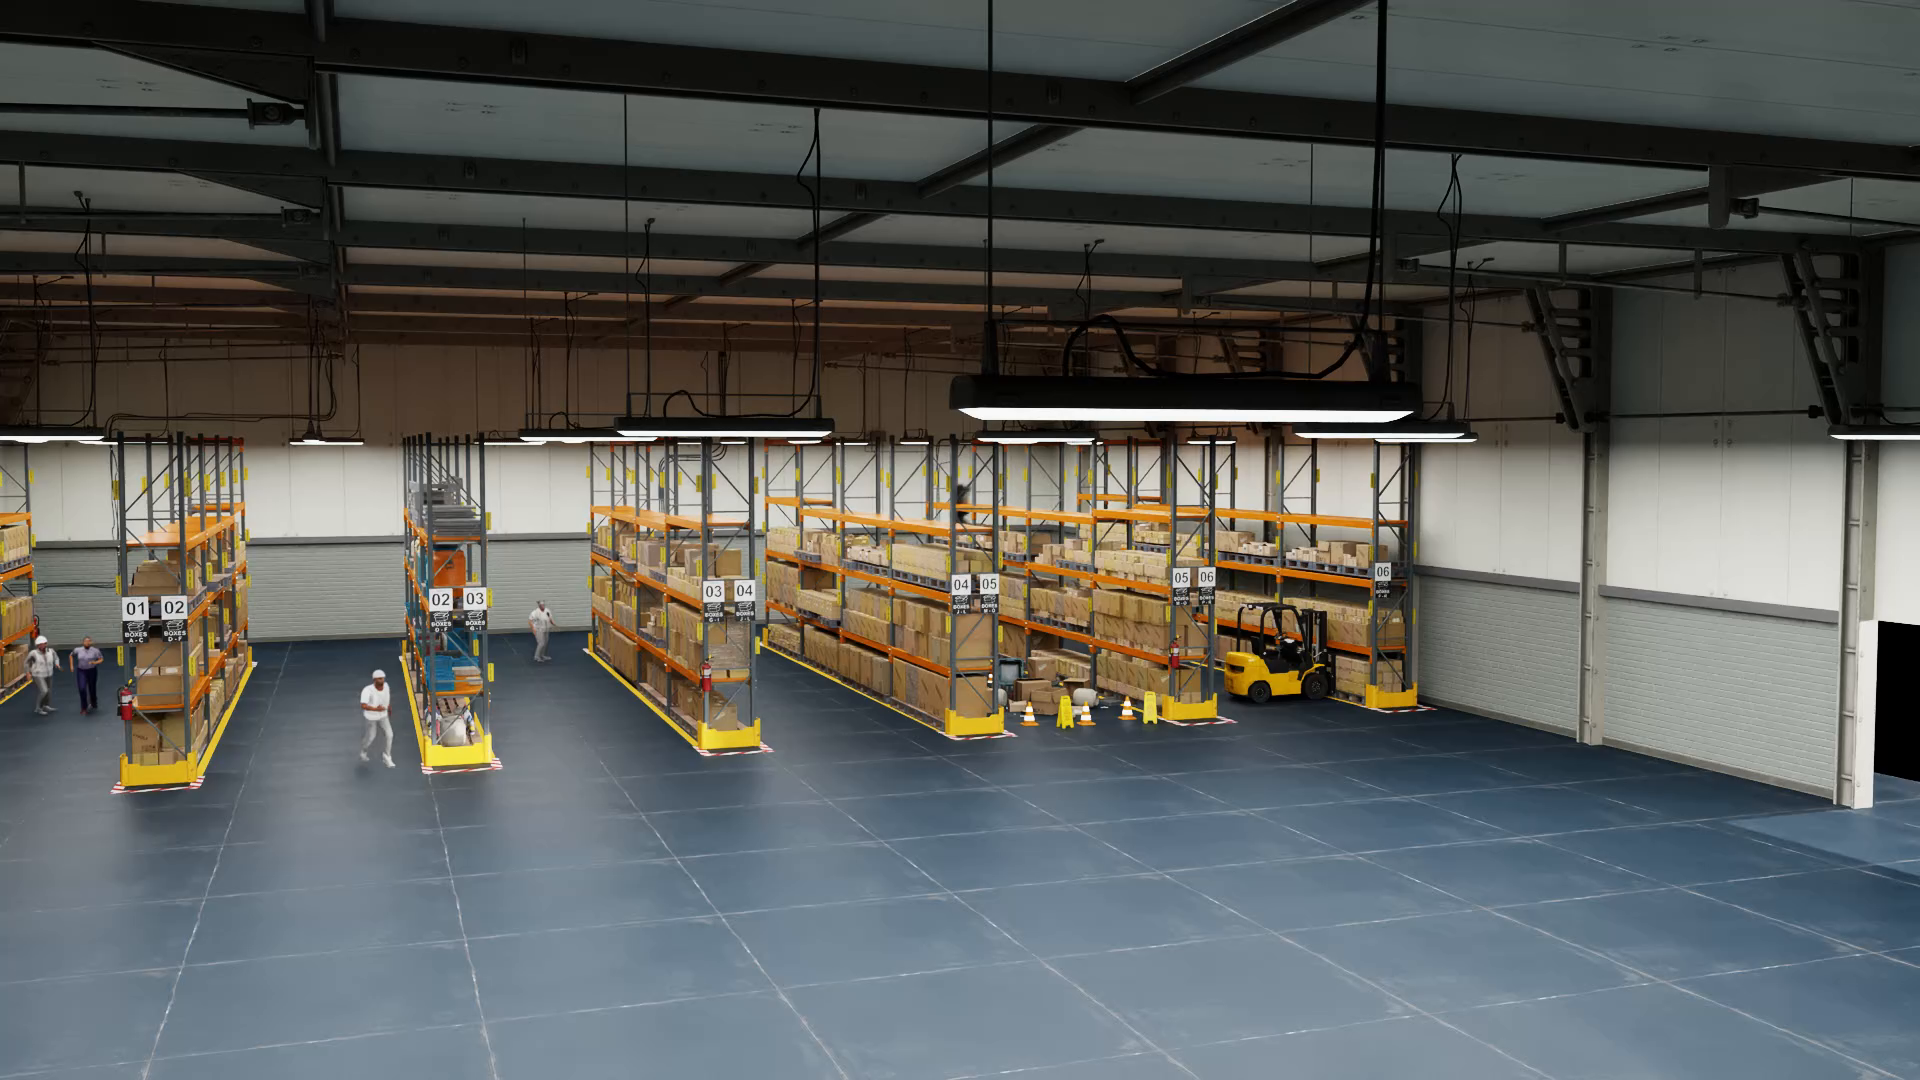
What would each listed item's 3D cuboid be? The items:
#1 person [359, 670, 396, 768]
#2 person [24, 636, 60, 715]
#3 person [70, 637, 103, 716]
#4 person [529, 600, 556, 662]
[{"bbox_3d":[-10.474,3.204,29.820,0.892,1.783,0.703,3,4,39],"label":"person"},{"bbox_3d":[-19.683,2.921,35.773,0.826,1.737,0.655,1,3,24],"label":"person"},{"bbox_3d":[-18.848,2.916,35.891,0.642,1.690,0.881,-2,4,-27],"label":"person"},{"bbox_3d":[-11.166,2.434,44.590,0.816,1.706,0.701,2,4,32],"label":"person"}]
